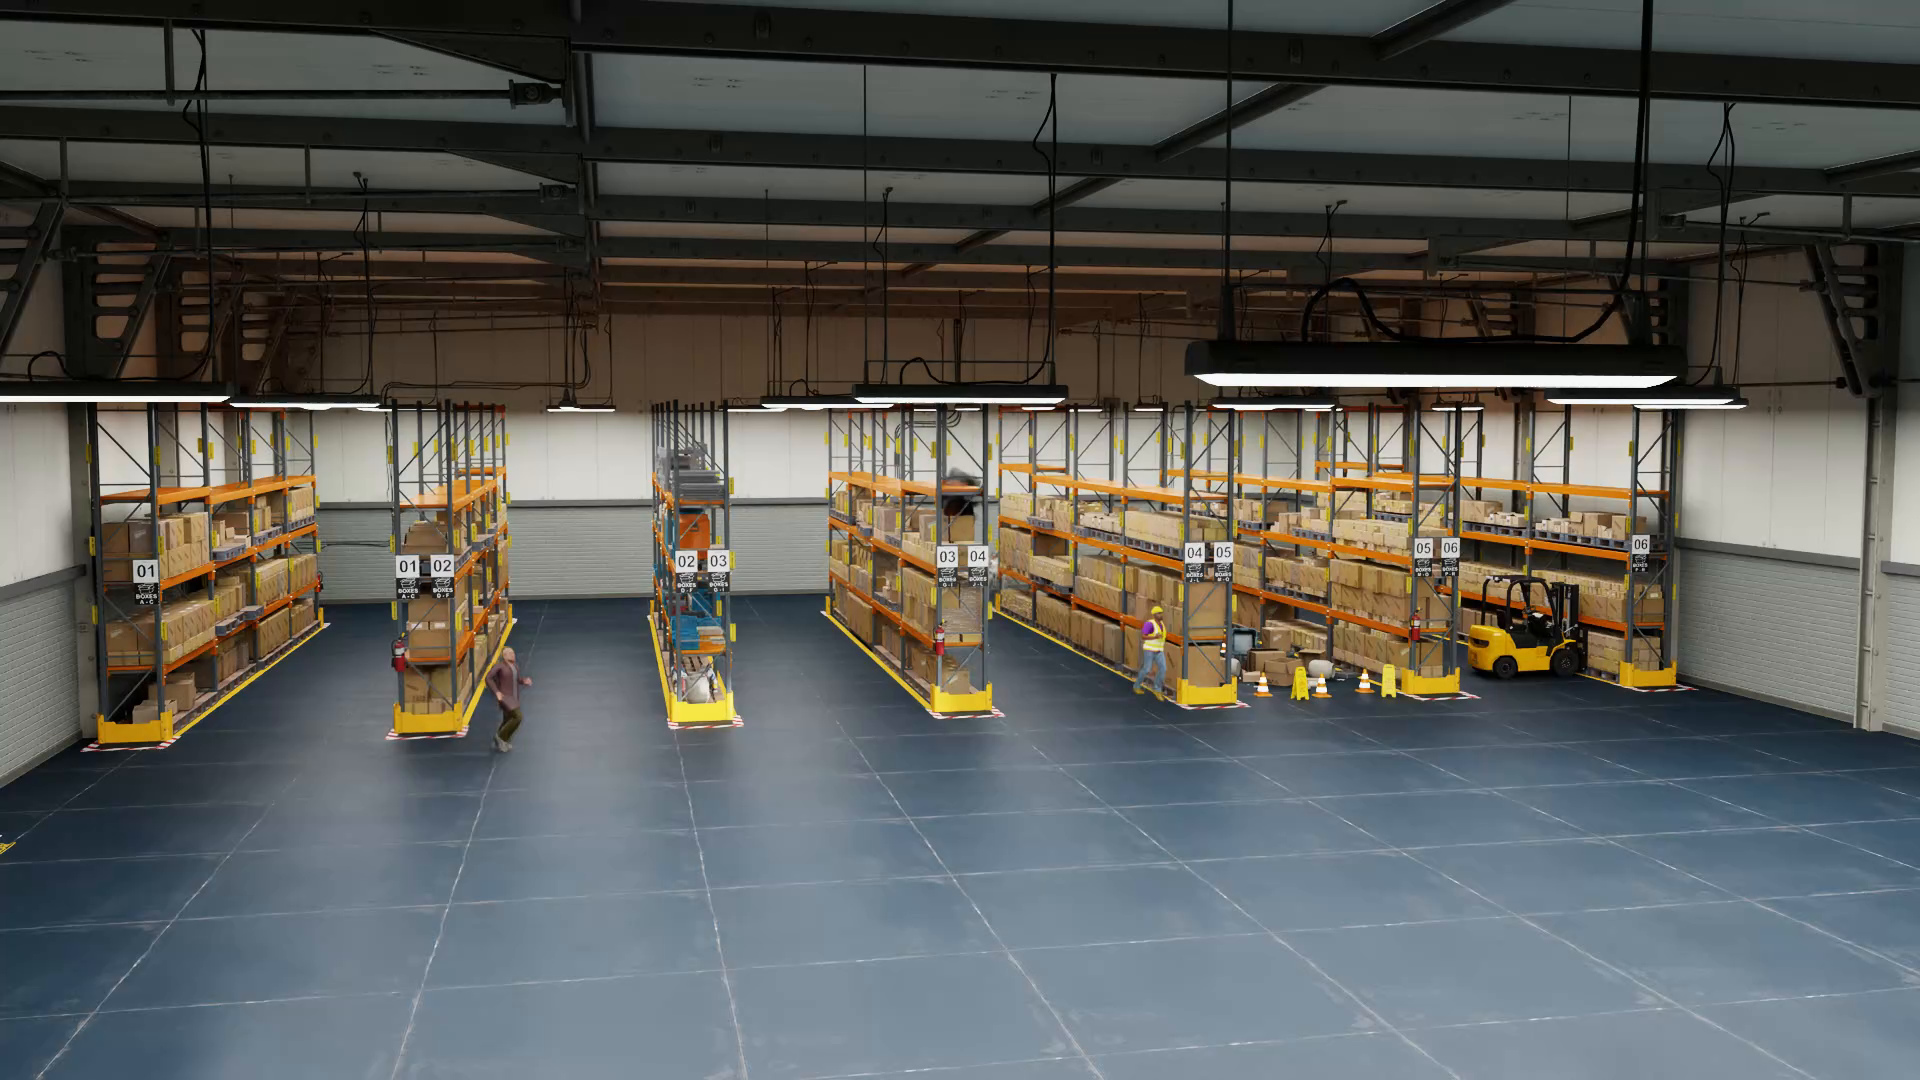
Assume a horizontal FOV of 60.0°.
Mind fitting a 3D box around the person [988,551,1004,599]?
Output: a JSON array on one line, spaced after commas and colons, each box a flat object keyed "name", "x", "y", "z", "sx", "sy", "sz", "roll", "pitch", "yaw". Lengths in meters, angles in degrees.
[{"name": "person", "x": 1.056, "y": 1.134, "z": 49.703, "sx": 0.919, "sy": 1.653, "sz": 0.647, "roll": -1, "pitch": 4, "yaw": -8}]

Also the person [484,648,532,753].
[{"name": "person", "x": -7.643, "y": 2.717, "z": 28.300, "sx": 0.735, "sy": 1.781, "sz": 0.677, "roll": 1, "pitch": 5, "yaw": 17}]

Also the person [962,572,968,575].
[{"name": "person", "x": 0.287, "y": 1.364, "z": 46.831, "sx": 0.725, "sy": 1.738, "sz": 1.050, "roll": -1, "pitch": 4, "yaw": -14}]

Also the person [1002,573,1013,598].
[{"name": "person", "x": 1.475, "y": 1.161, "z": 49.924, "sx": 0.730, "sy": 1.626, "sz": 0.604, "roll": -2, "pitch": 5, "yaw": -22}]

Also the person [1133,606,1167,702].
[{"name": "person", "x": 3.761, "y": 2.198, "z": 32.360, "sx": 0.687, "sy": 1.826, "sz": 0.745, "roll": -3, "pitch": 6, "yaw": -39}]
